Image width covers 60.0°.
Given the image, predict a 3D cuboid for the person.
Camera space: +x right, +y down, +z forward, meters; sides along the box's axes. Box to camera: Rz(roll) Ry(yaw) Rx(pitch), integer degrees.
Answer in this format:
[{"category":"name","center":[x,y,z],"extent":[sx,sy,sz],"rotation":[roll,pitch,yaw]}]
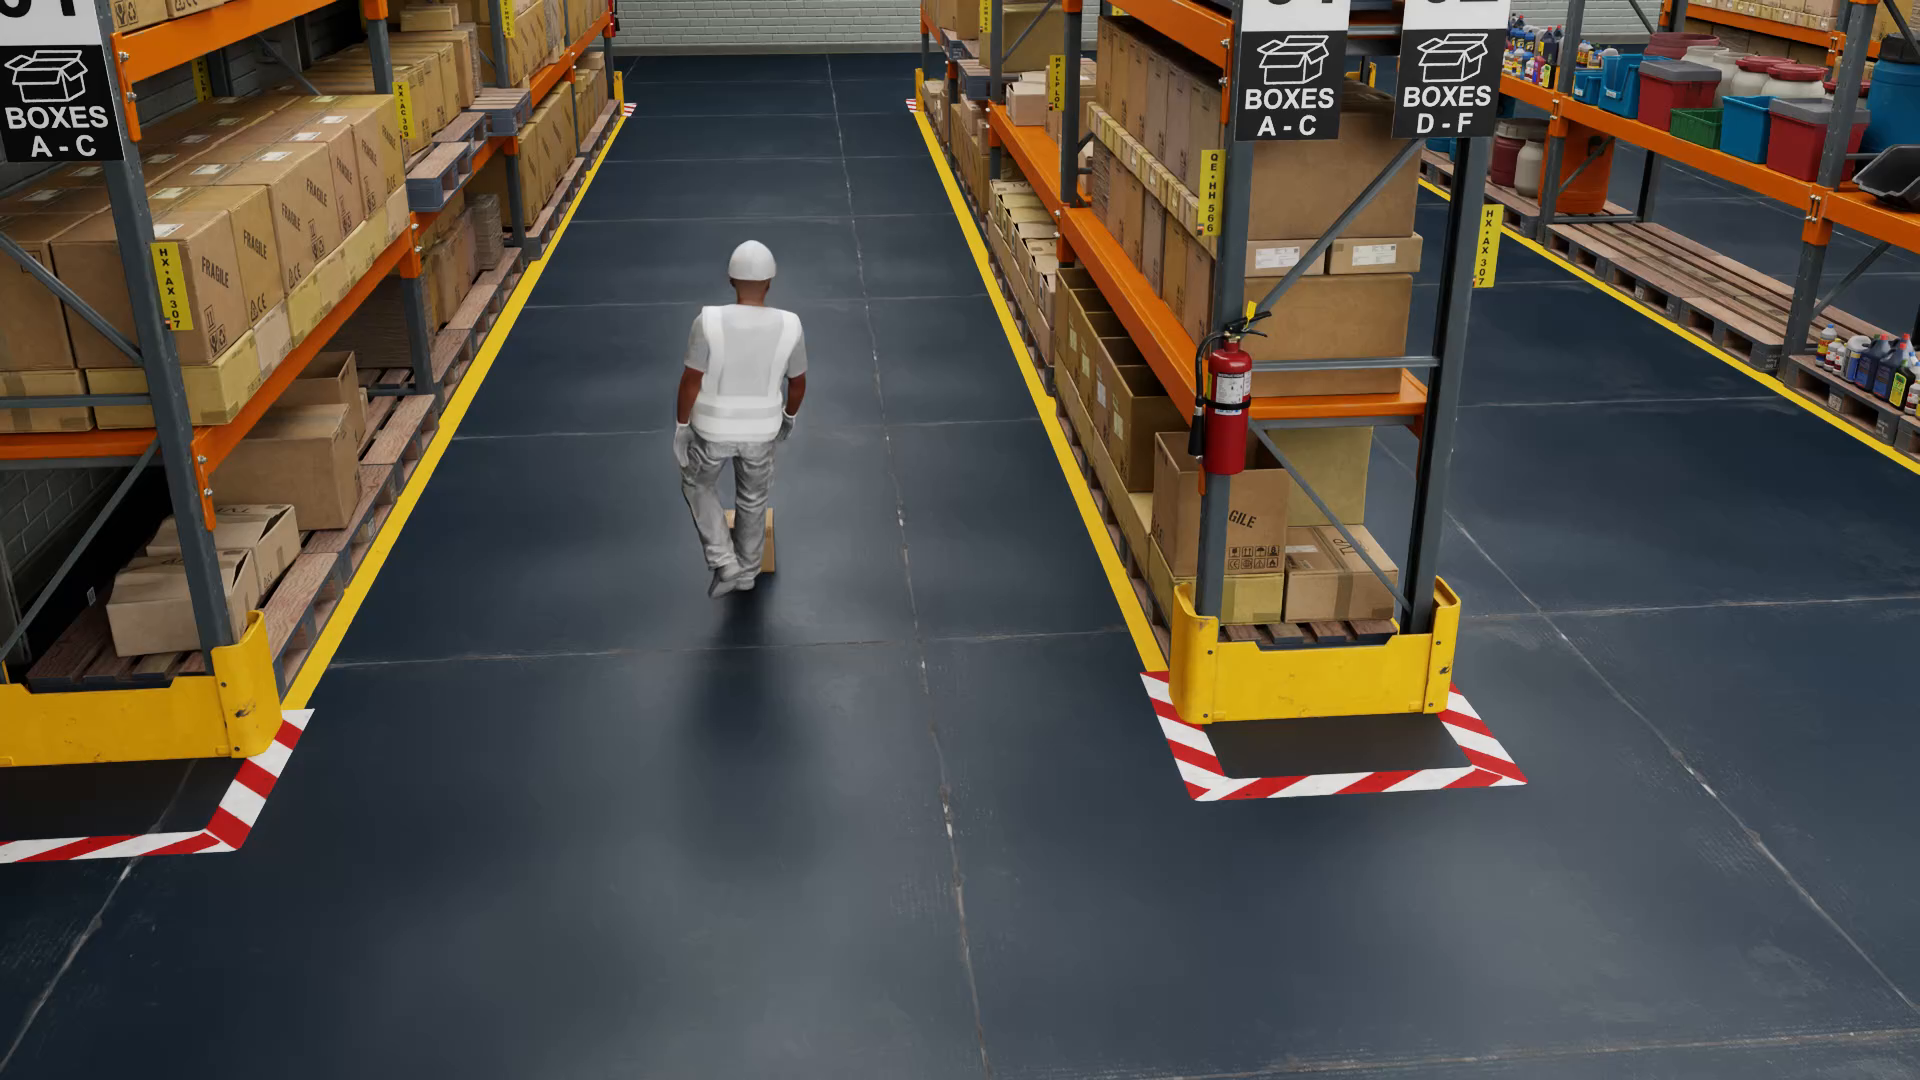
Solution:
[{"category":"person","center":[-1.044,-0.553,7.818],"extent":[0.645,1.776,0.636],"rotation":[-6,24,-13]}]
